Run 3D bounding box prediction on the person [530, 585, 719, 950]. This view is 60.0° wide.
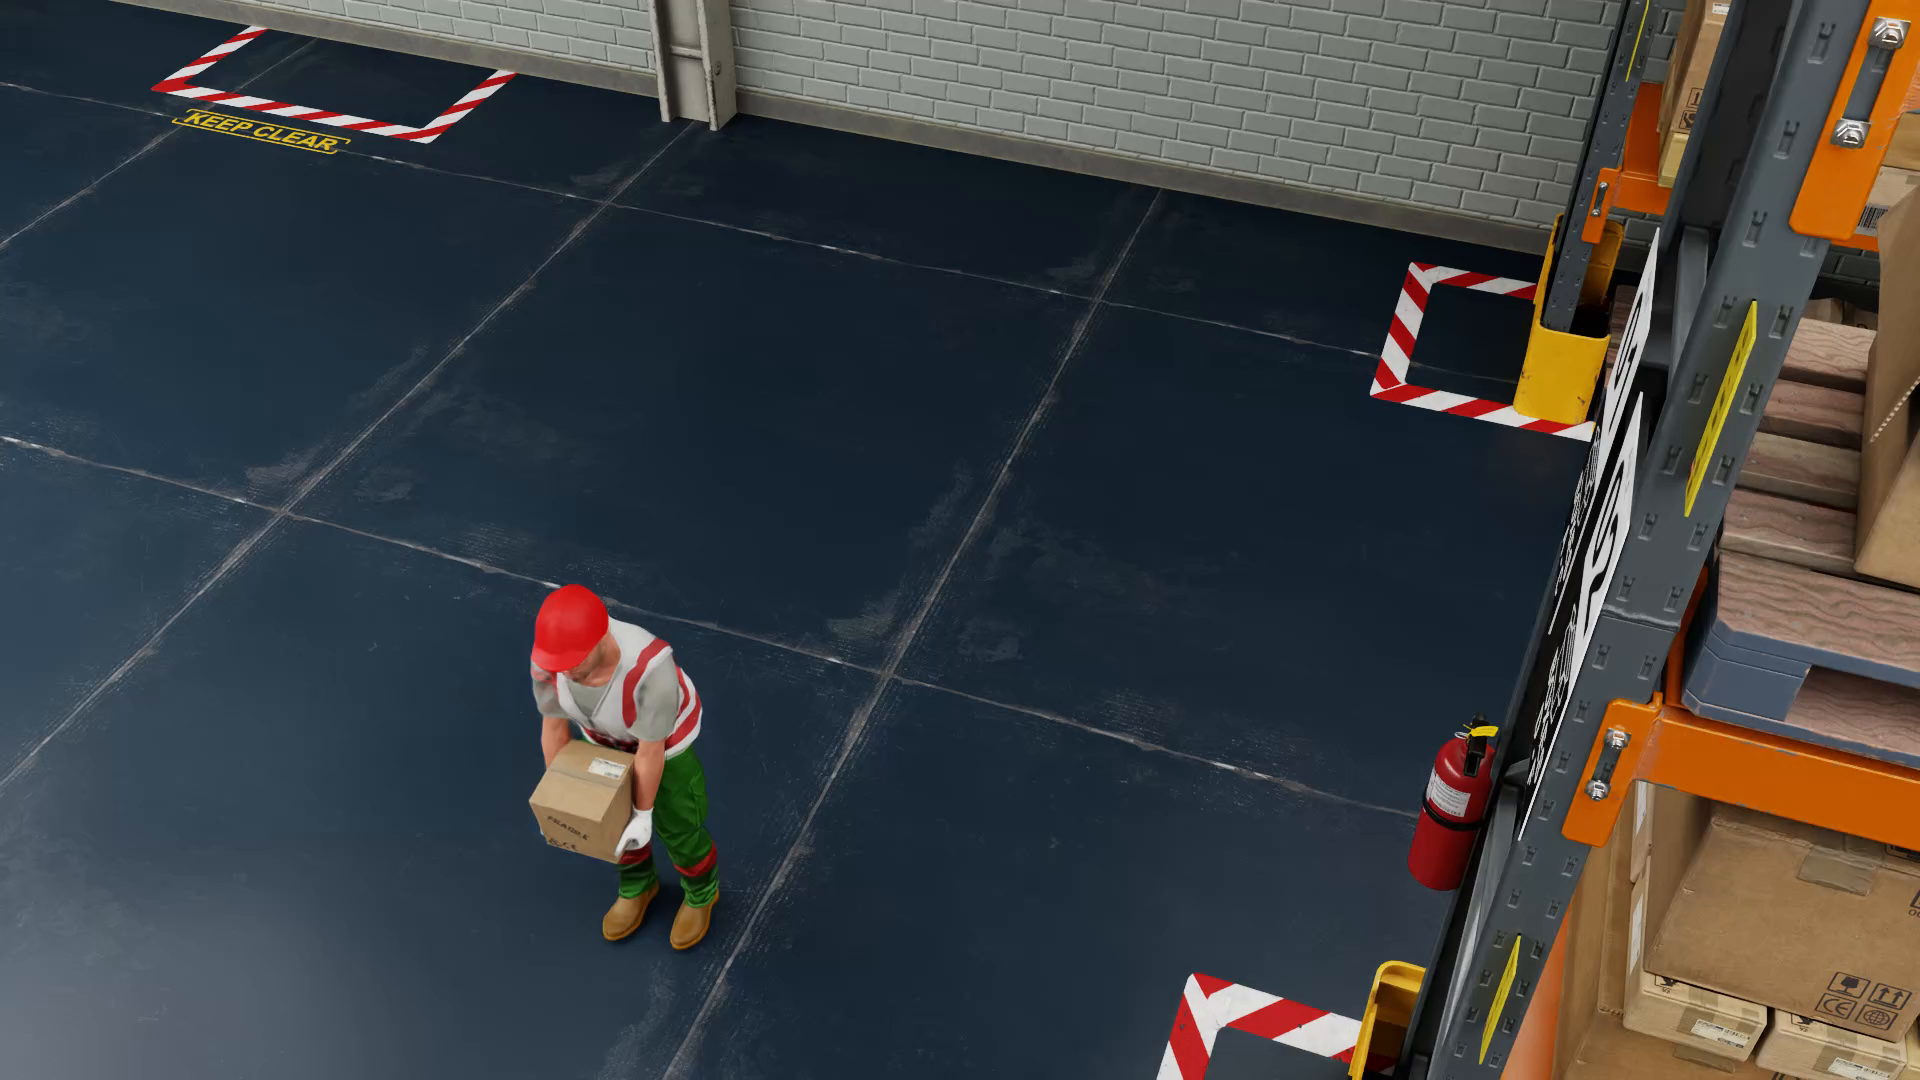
[{"bbox_3d":[-1.074,0.726,5.356,0.481,1.724,0.605,13,43,14],"label":"person"}]
